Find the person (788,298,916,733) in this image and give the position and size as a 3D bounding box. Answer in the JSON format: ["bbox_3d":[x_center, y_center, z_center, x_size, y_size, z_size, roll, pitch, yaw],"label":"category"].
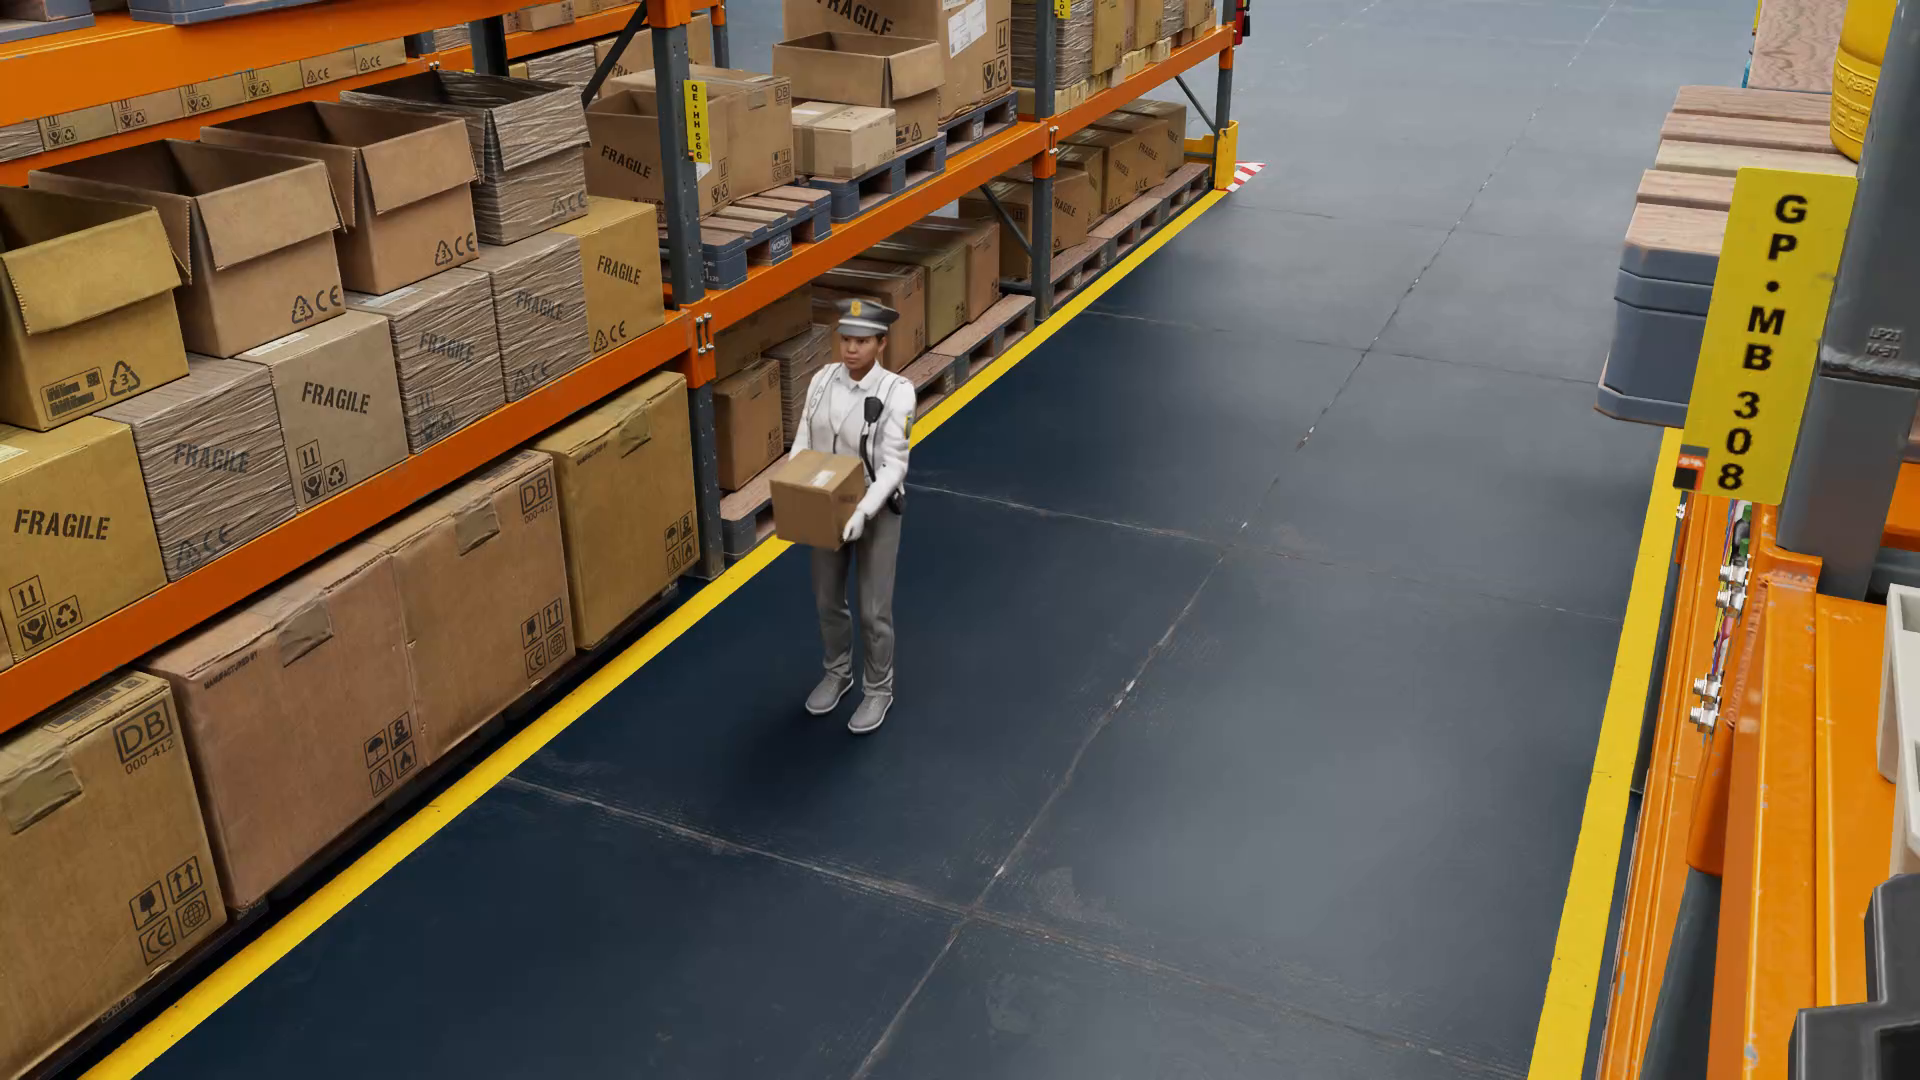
[{"bbox_3d":[-0.418,-0.081,6.246,0.463,1.688,0.554,11,28,22],"label":"person"}]
